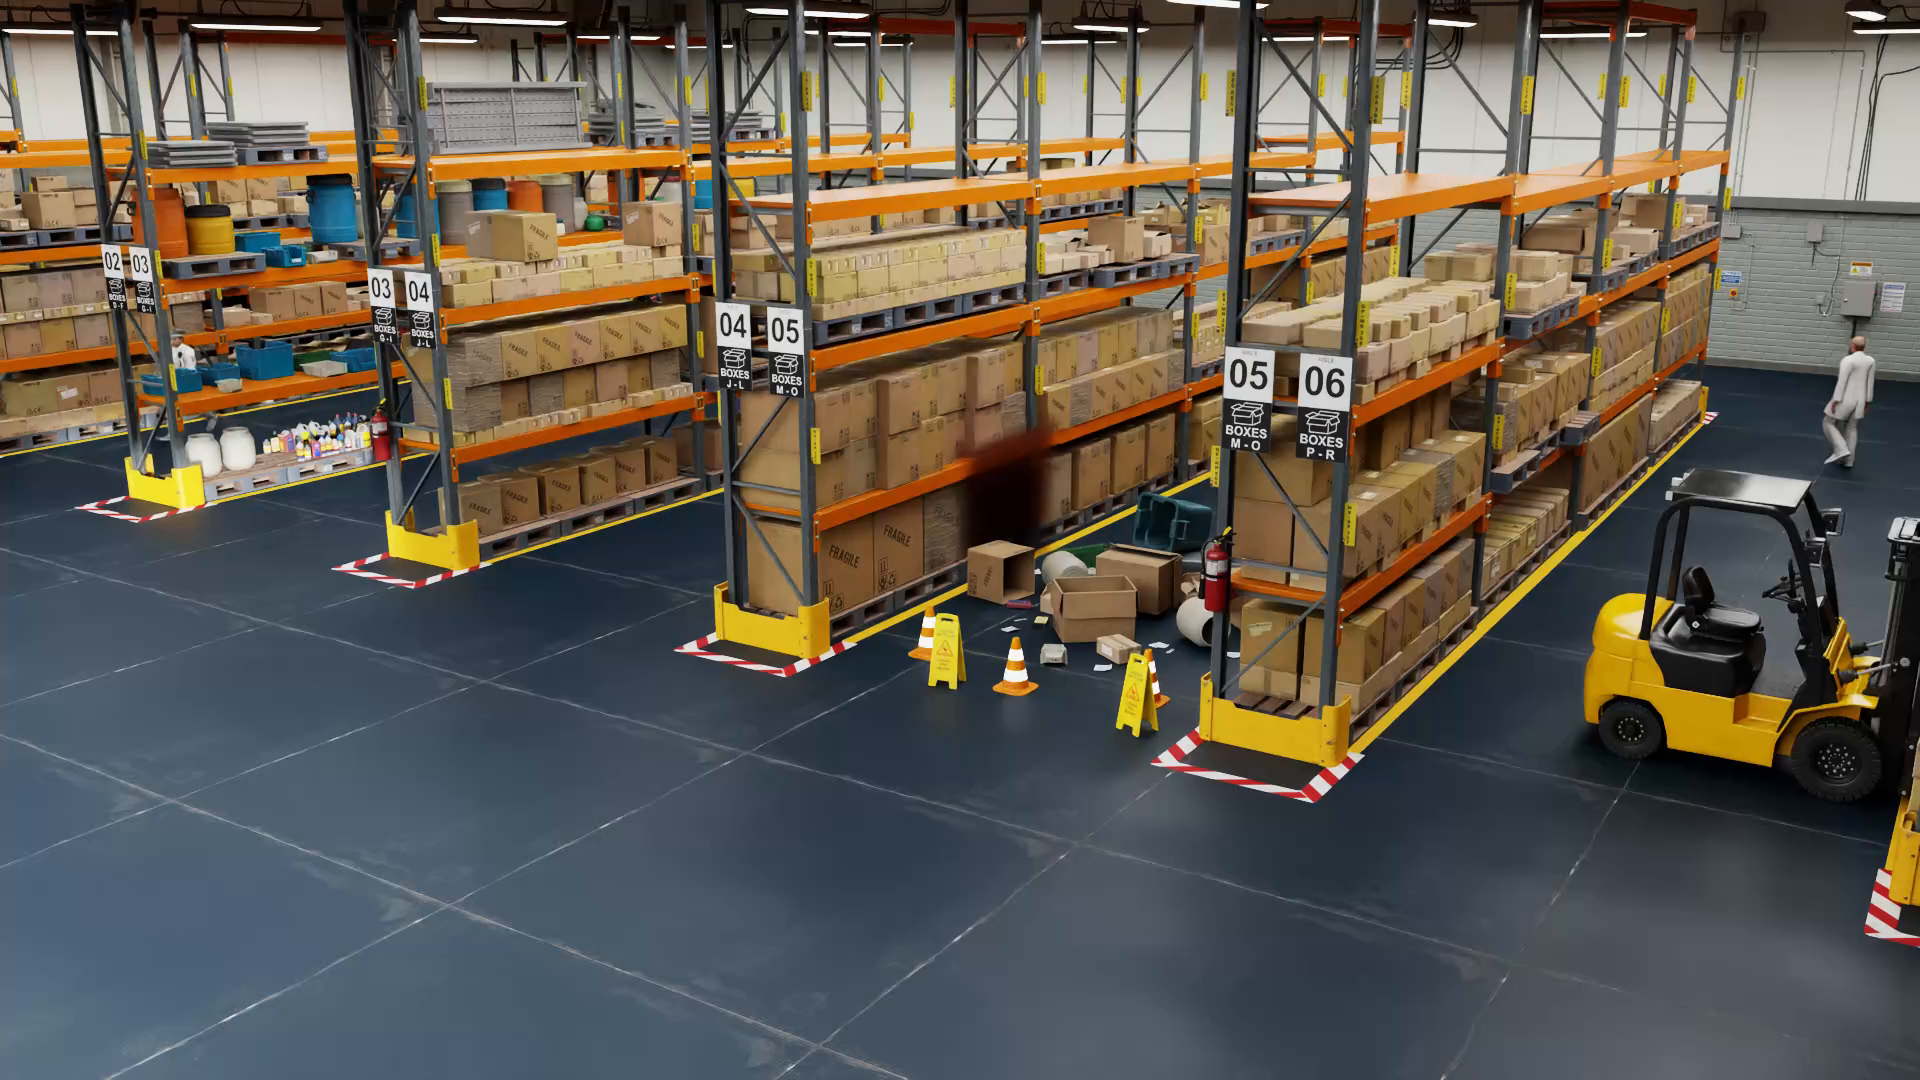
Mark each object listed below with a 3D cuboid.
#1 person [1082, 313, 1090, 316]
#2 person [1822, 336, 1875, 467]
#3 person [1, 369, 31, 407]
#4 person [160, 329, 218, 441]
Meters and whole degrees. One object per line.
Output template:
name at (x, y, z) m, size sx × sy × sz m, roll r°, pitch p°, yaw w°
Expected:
person at (1.961, -2.788, 26.239) m, size 0.457 × 1.597 × 0.394 m, roll 5°, pitch 16°, yaw 19°
person at (12.168, -1.888, 22.682) m, size 0.629 × 1.779 × 0.539 m, roll -3°, pitch 16°, yaw -12°
person at (-15.079, -2.940, 26.538) m, size 0.651 × 1.708 × 1.122 m, roll 2°, pitch 16°, yaw 7°
person at (-11.393, -2.311, 24.457) m, size 0.516 × 1.633 × 0.929 m, roll 5°, pitch 16°, yaw 17°
